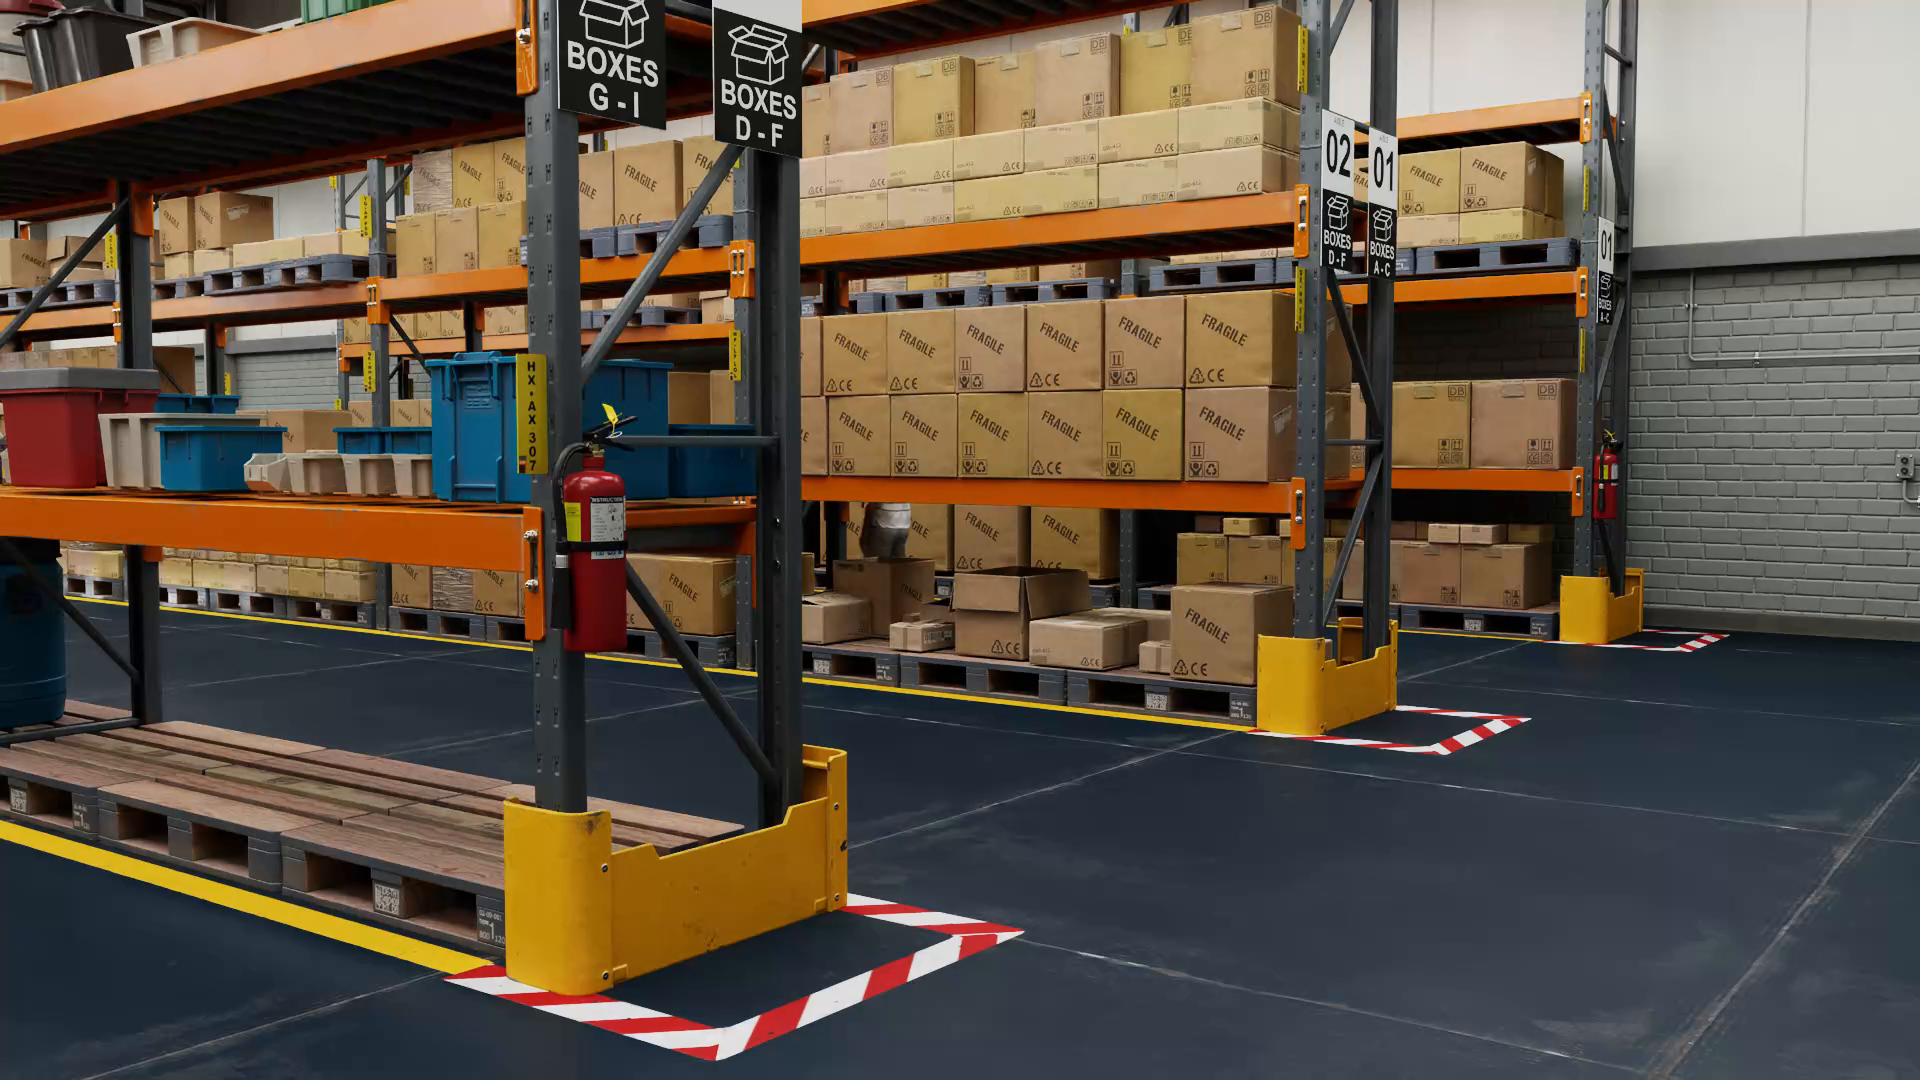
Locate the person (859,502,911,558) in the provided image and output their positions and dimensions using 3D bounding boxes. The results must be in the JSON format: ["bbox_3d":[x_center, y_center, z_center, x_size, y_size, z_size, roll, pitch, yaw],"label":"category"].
[{"bbox_3d":[-0.589,-0.070,12.832,0.391,1.664,0.533,2,4,31],"label":"person"}]
